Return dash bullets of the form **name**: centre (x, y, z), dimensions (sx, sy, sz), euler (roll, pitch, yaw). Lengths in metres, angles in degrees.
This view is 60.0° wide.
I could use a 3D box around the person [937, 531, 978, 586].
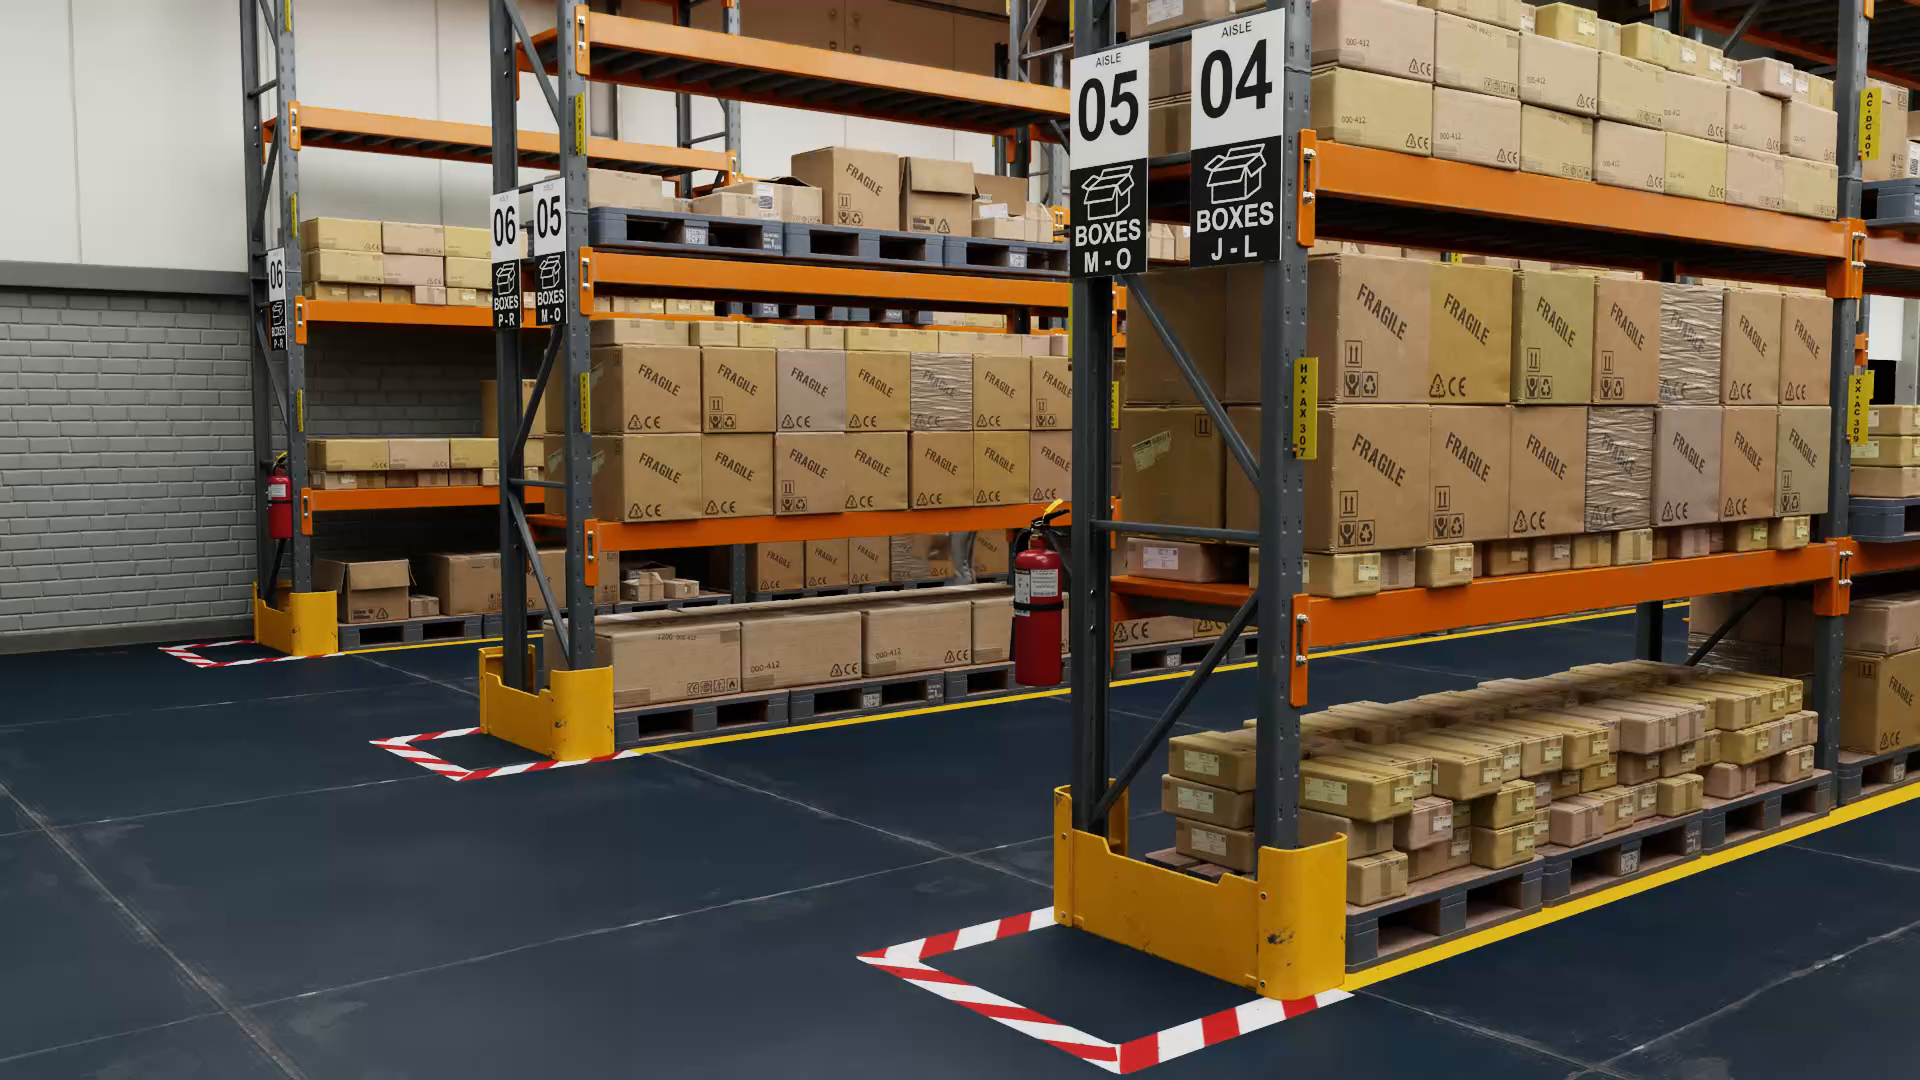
- **person**: centre (4.112, -0.300, 14.602), dimensions (8.763, 2.202, 0.661), euler (1, 4, 12)
